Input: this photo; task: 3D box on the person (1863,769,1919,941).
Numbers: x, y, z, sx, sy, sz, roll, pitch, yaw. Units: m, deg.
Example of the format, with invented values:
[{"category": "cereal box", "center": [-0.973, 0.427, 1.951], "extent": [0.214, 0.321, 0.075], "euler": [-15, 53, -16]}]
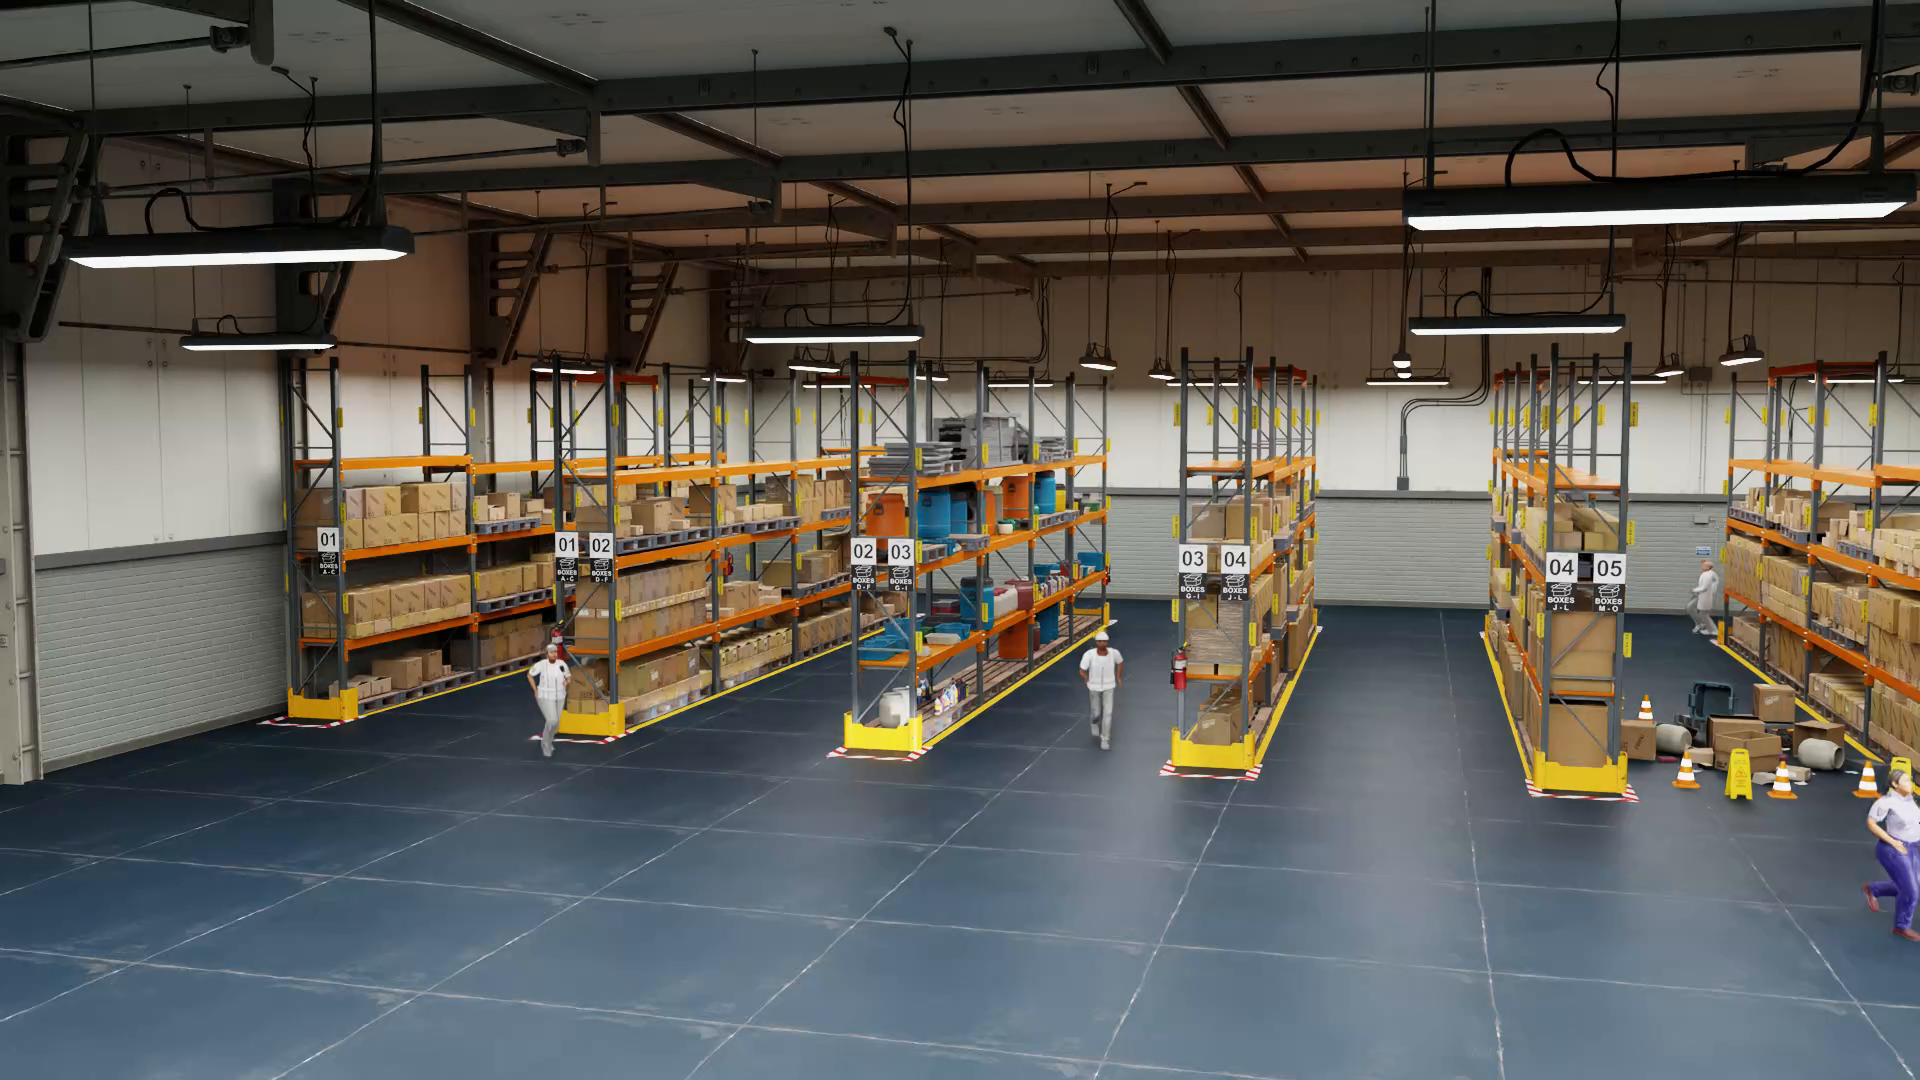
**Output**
[{"category": "person", "center": [9.070, 3.028, 16.165], "extent": [0.608, 1.621, 0.670], "euler": [-3, 5, -31]}]

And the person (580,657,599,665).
[{"category": "person", "center": [-6.641, 1.952, 30.039], "extent": [0.593, 1.660, 0.624], "euler": [1, 4, 12]}]

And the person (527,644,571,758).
[{"category": "person", "center": [-6.040, 2.376, 24.635], "extent": [0.585, 1.691, 0.695], "euler": [-3, 5, -40]}]

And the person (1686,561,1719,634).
[{"category": "person", "center": [17.037, 1.328, 38.111], "extent": [0.676, 1.713, 0.696], "euler": [2, 4, 20]}]

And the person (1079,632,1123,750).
[{"category": "person", "center": [2.158, 2.259, 25.370], "extent": [0.681, 1.754, 0.948], "euler": [0, 4, 0]}]
